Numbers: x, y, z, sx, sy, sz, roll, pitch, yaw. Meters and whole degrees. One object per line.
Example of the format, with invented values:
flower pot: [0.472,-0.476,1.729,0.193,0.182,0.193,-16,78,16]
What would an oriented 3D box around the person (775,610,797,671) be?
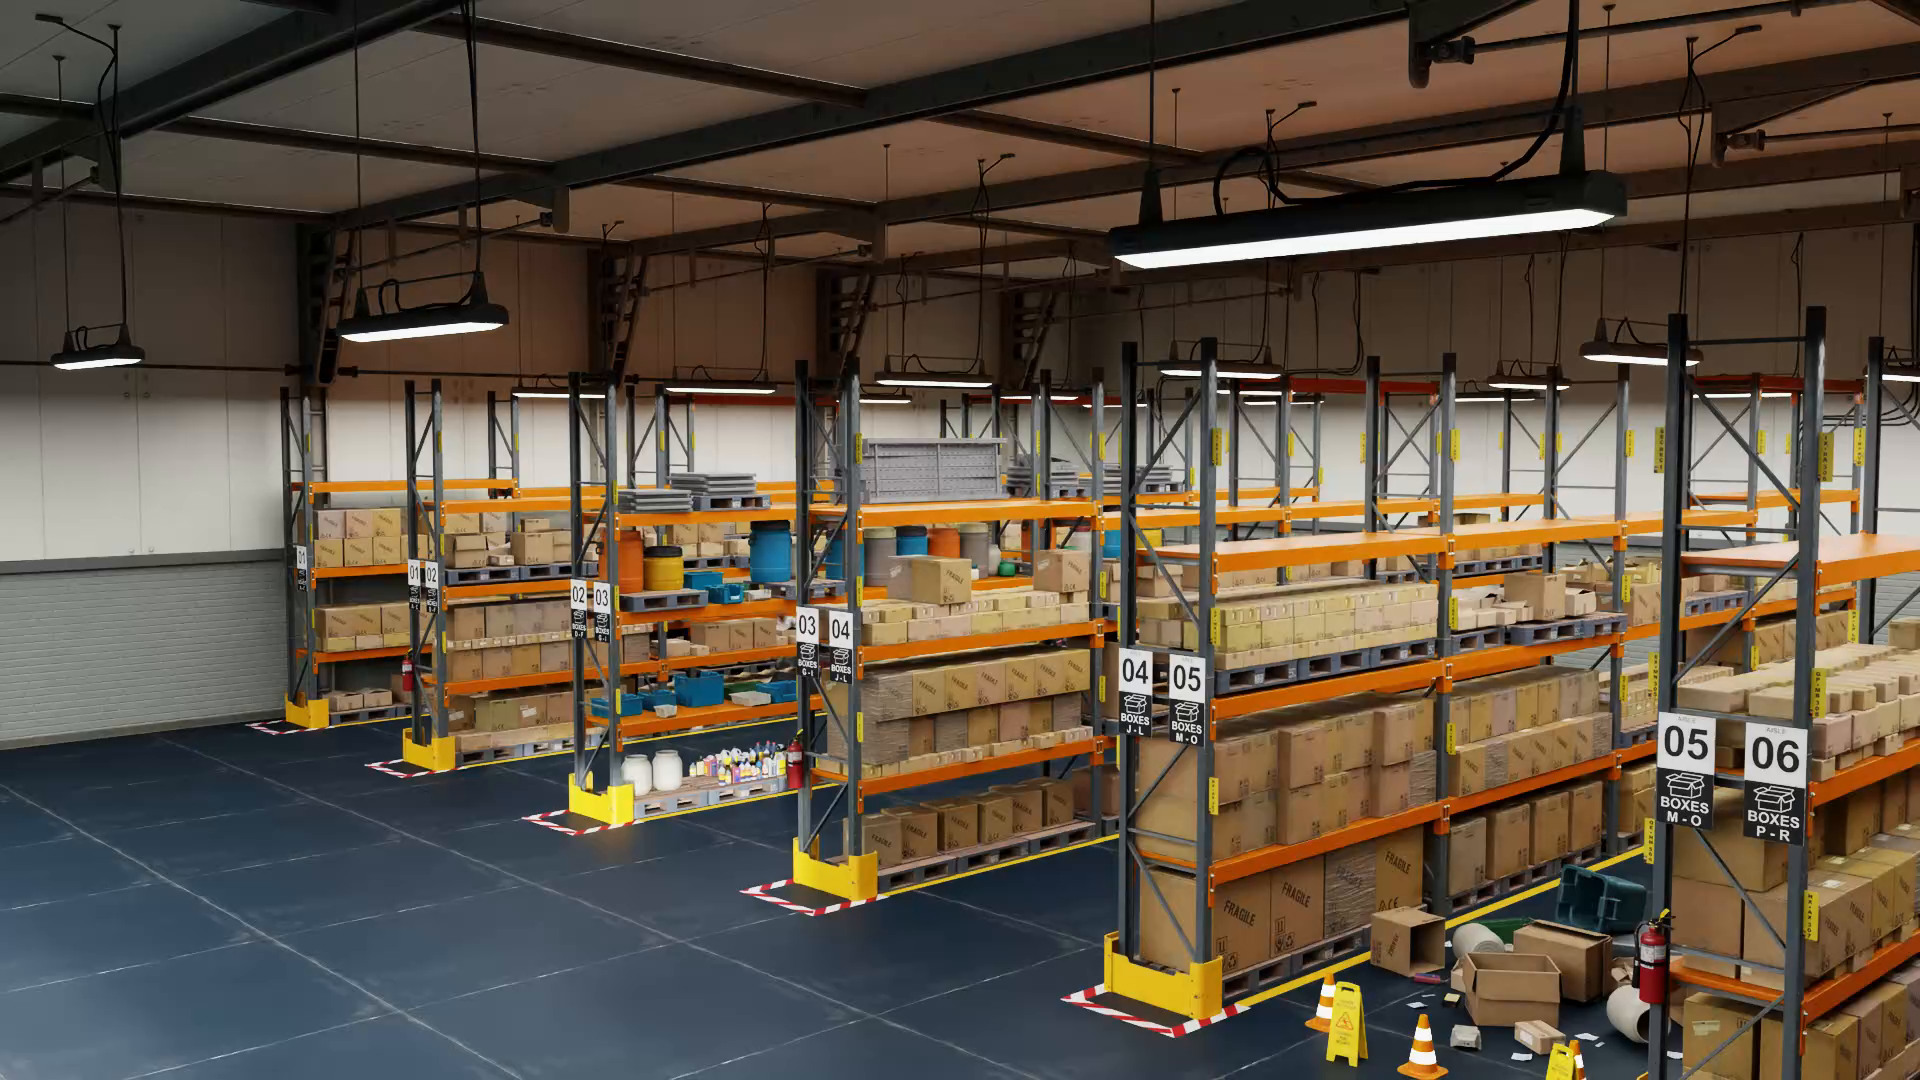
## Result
person: [-3.552,2.160,34.217,0.658,1.740,0.828,0,4,4]
